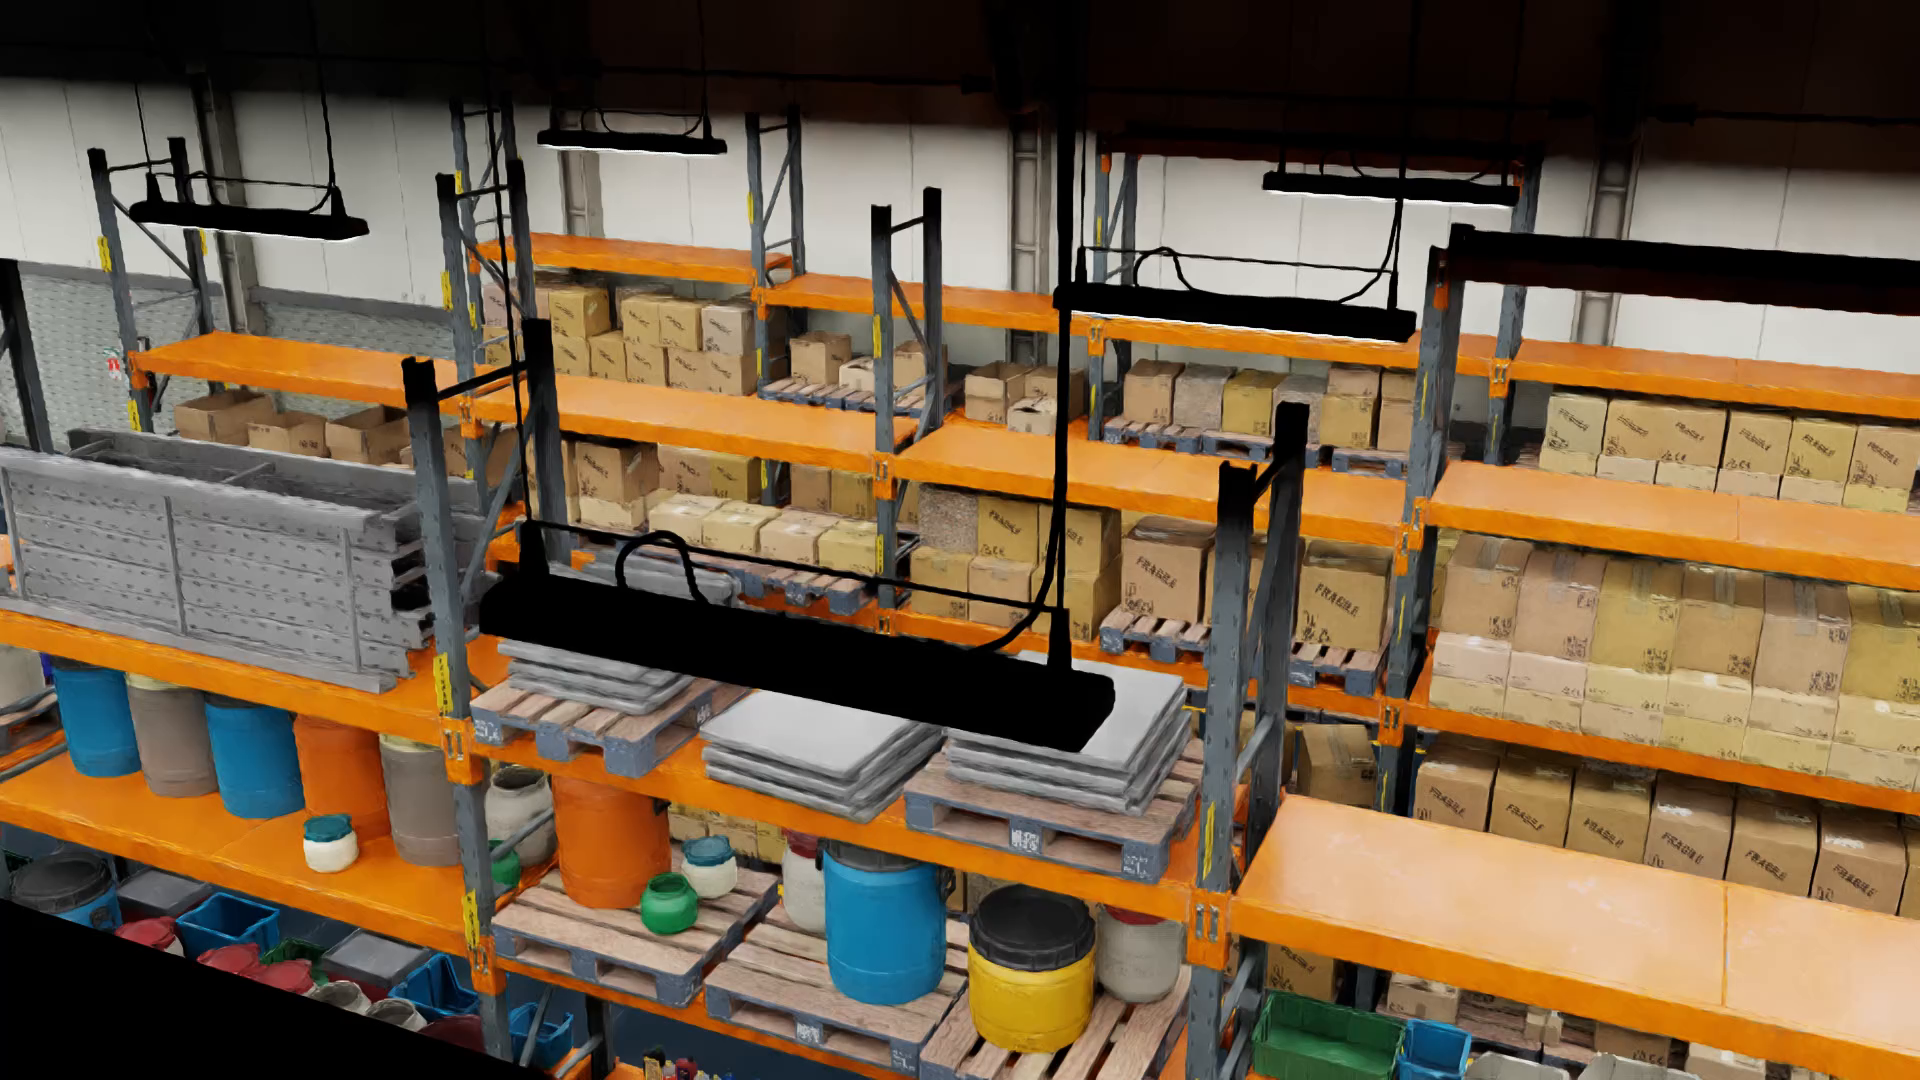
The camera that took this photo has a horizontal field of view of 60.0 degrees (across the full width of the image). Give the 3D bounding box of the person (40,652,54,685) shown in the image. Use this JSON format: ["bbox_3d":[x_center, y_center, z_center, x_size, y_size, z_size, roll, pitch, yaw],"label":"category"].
[{"bbox_3d":[-8.703,1.542,16.335,0.513,1.604,0.592,8,22,21],"label":"person"}]
